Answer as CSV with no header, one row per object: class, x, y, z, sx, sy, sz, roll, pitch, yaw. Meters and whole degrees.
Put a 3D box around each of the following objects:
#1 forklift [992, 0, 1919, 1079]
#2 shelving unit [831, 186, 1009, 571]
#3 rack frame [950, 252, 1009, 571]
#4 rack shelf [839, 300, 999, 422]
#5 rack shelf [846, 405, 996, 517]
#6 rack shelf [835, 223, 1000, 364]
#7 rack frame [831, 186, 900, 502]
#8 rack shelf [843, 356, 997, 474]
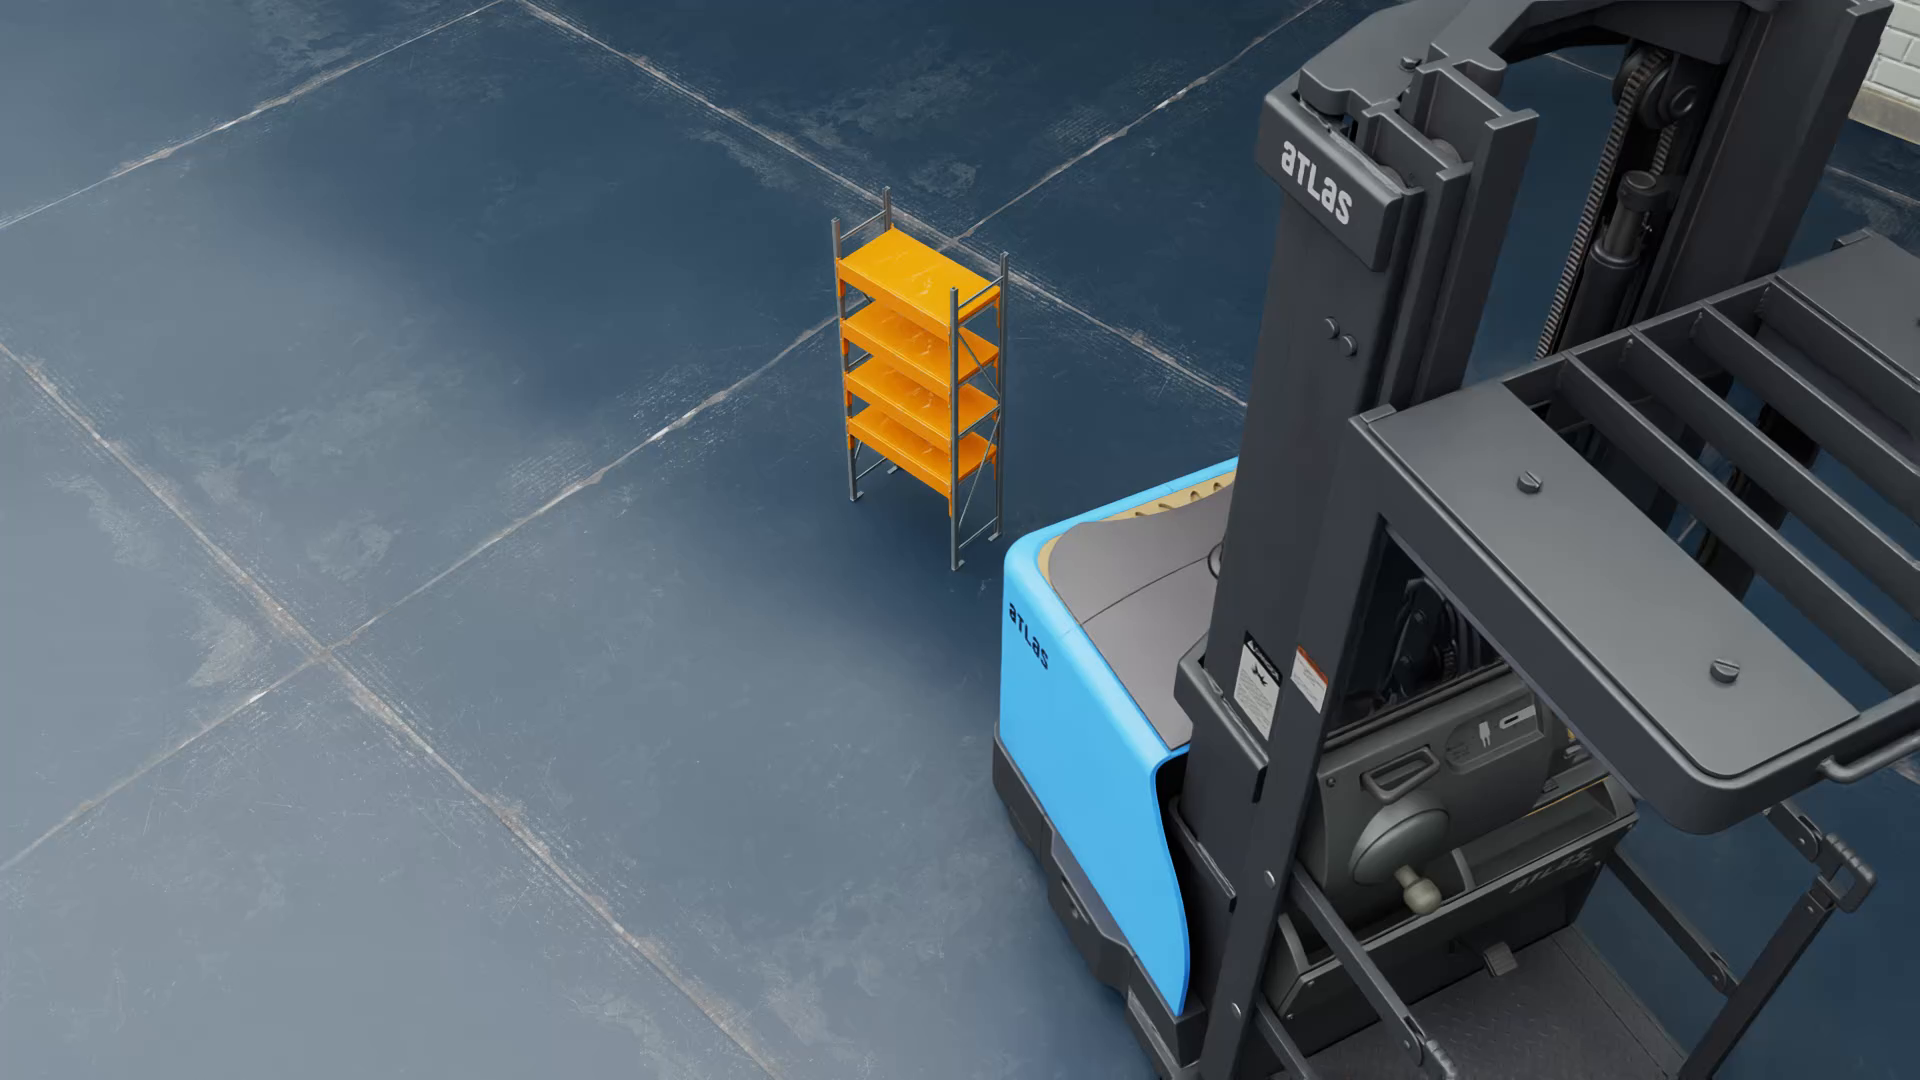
forklift,1.207,0.542,3.230,1.130,2.935,3.031,-20,50,-18
shelving unit,-0.122,-0.493,5.389,0.503,1.200,0.258,34,55,28
rack frame,0.058,-0.372,5.276,0.015,1.200,0.240,34,55,28
rack shelf,-0.122,-0.600,5.275,0.480,0.148,0.258,34,55,28
rack shelf,-0.122,-0.311,5.583,0.480,0.148,0.258,34,55,28
rack shelf,-0.122,-0.762,5.103,0.480,0.148,0.258,34,55,28
rack frame,-0.301,-0.613,5.503,0.015,1.200,0.240,34,55,28
rack shelf,-0.122,-0.446,5.438,0.480,0.148,0.258,34,55,28
